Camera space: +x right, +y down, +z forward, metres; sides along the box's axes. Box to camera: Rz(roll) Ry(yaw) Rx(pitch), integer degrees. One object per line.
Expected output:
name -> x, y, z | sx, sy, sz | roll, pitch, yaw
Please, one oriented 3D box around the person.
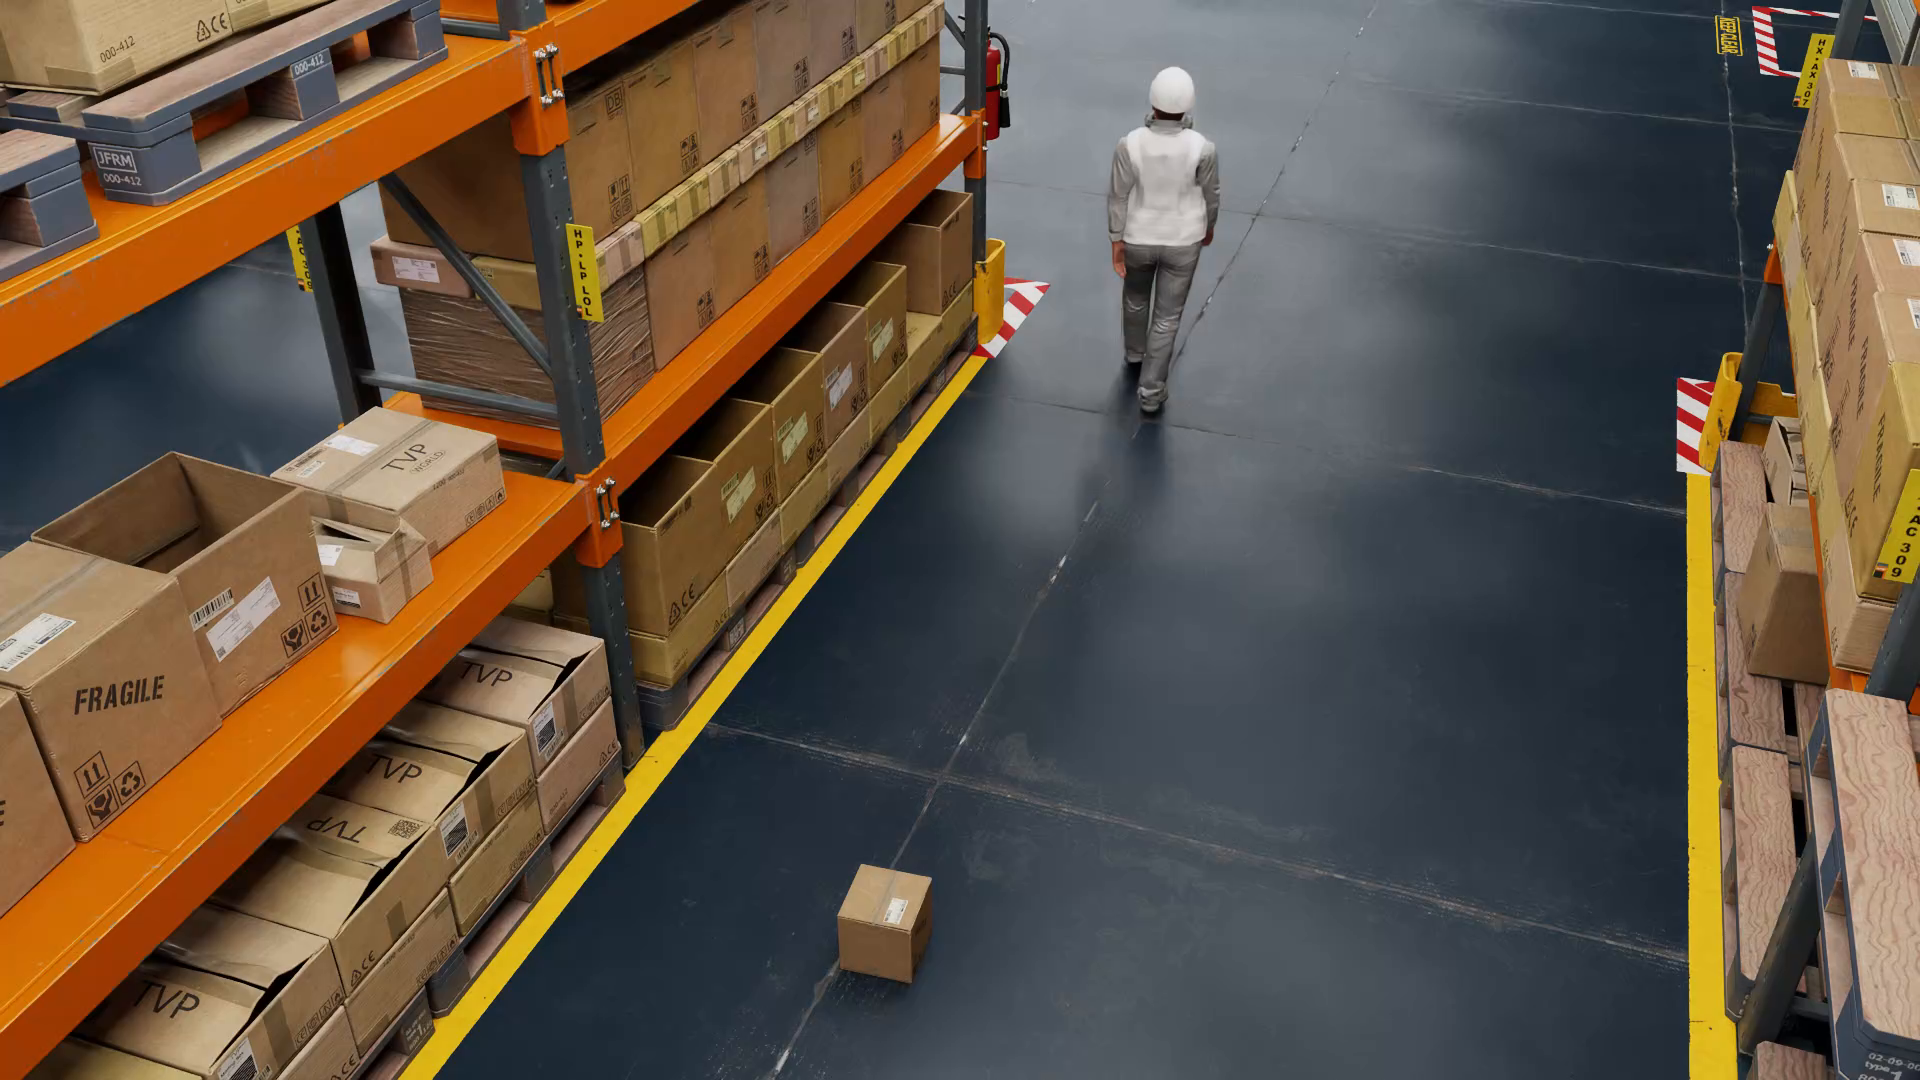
person -> 1.052, -1.572, 8.543 | 0.538, 1.793, 0.807 | 9, 34, 14
